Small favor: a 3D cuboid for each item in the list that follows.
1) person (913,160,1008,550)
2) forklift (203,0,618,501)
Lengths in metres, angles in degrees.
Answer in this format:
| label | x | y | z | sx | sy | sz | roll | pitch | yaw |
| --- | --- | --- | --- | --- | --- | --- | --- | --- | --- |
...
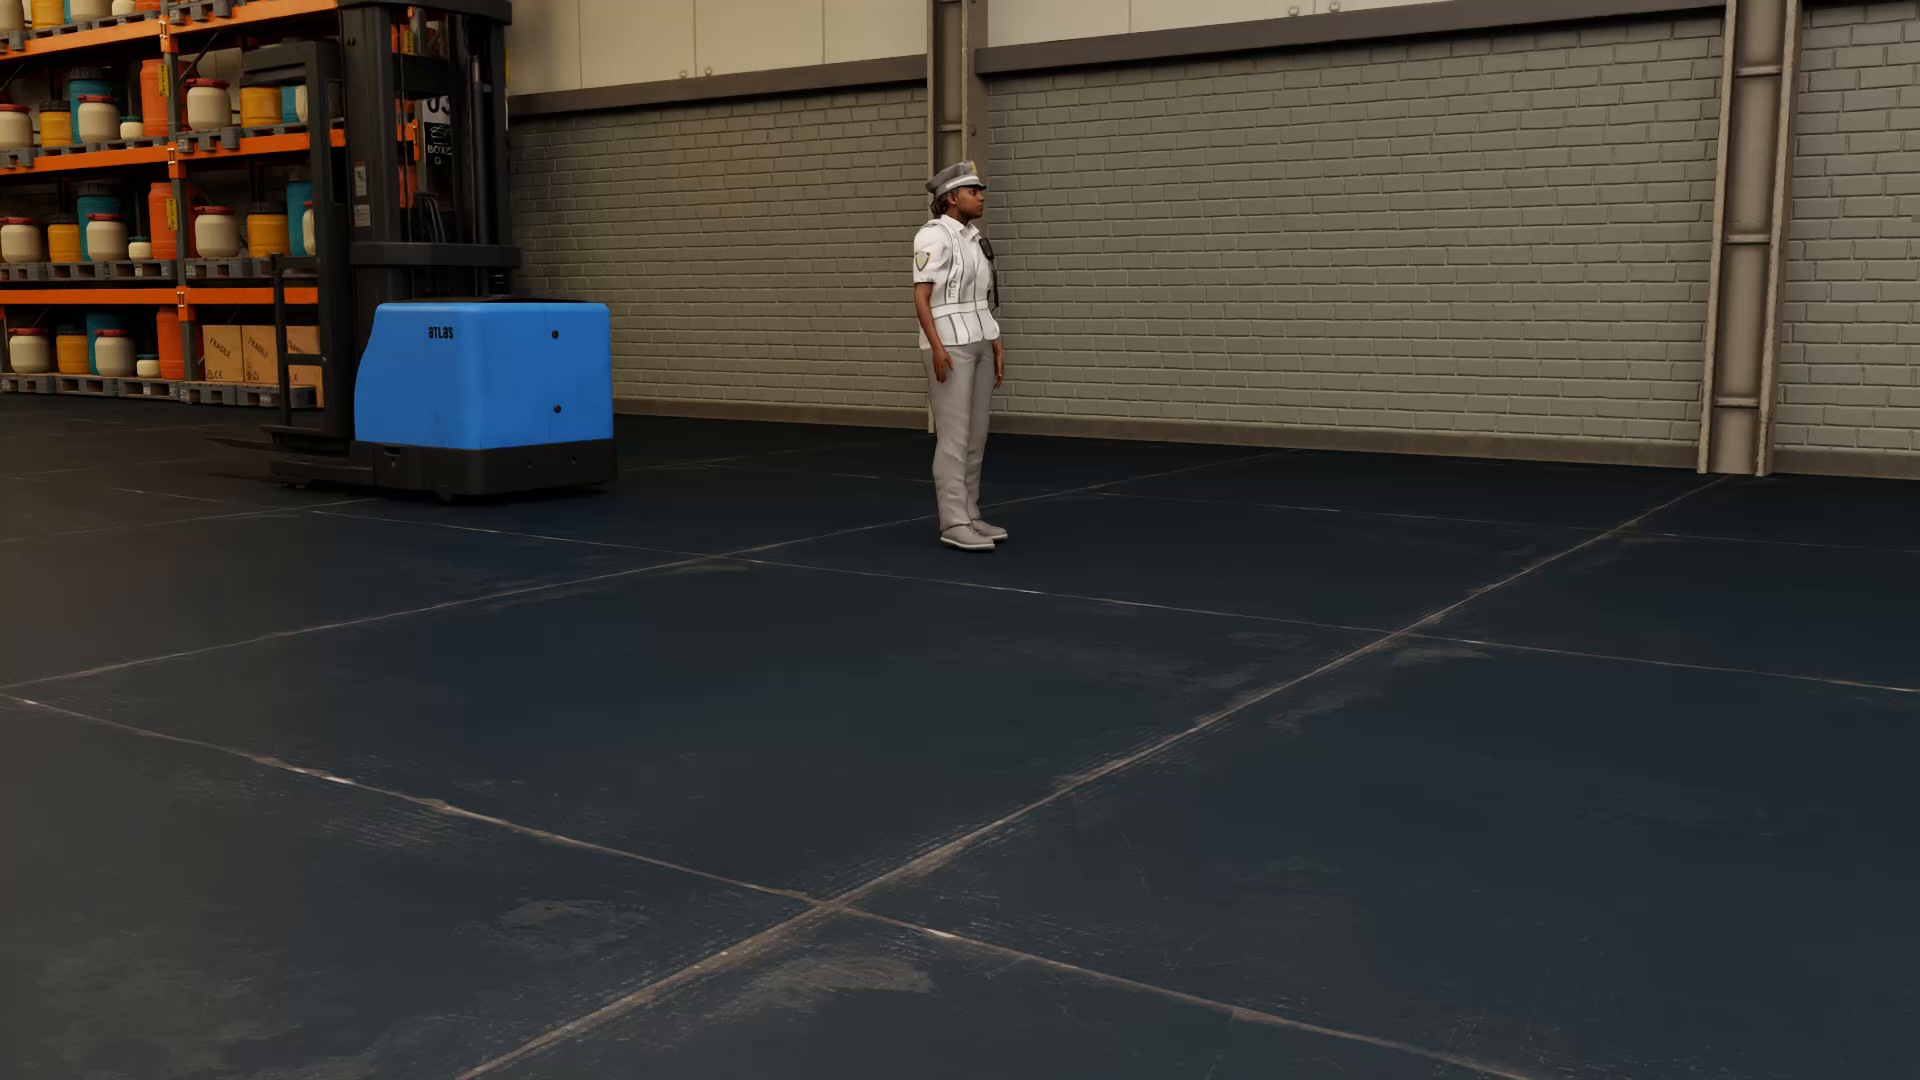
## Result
| label | x | y | z | sx | sy | sz | roll | pitch | yaw |
| --- | --- | --- | --- | --- | --- | --- | --- | --- | --- |
| person | 0.051 | -0.838 | 7.426 | 0.530 | 1.694 | 0.569 | 5 | 10 | 34 |
| forklift | -3.440 | -1.797 | 9.829 | 3.031 | 2.935 | 1.130 | 6 | 10 | 37 |
